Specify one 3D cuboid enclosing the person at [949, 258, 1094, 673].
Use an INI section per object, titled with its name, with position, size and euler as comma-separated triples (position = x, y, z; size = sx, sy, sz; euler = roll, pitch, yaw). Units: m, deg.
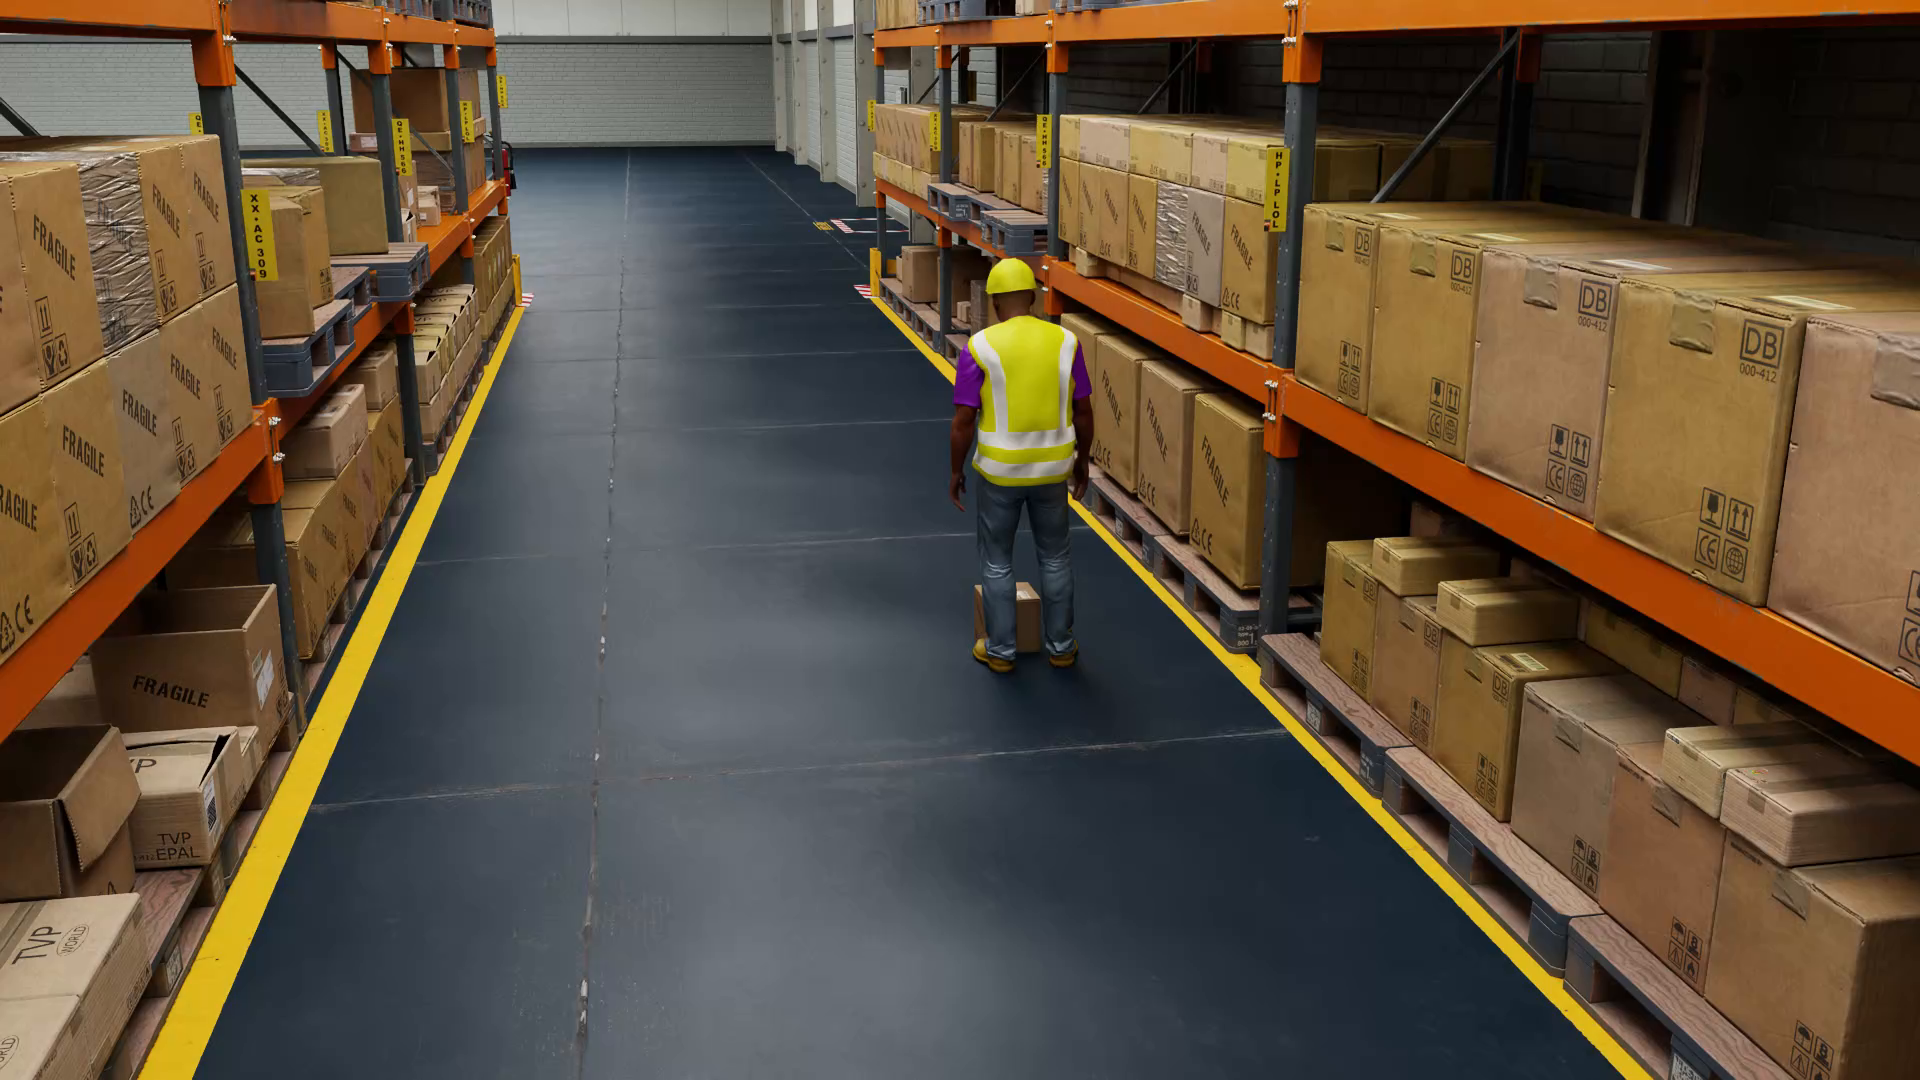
[person]
position = 0.255, -0.308, 7.063
size = 0.633, 1.759, 0.462
euler = -4, 17, -14
